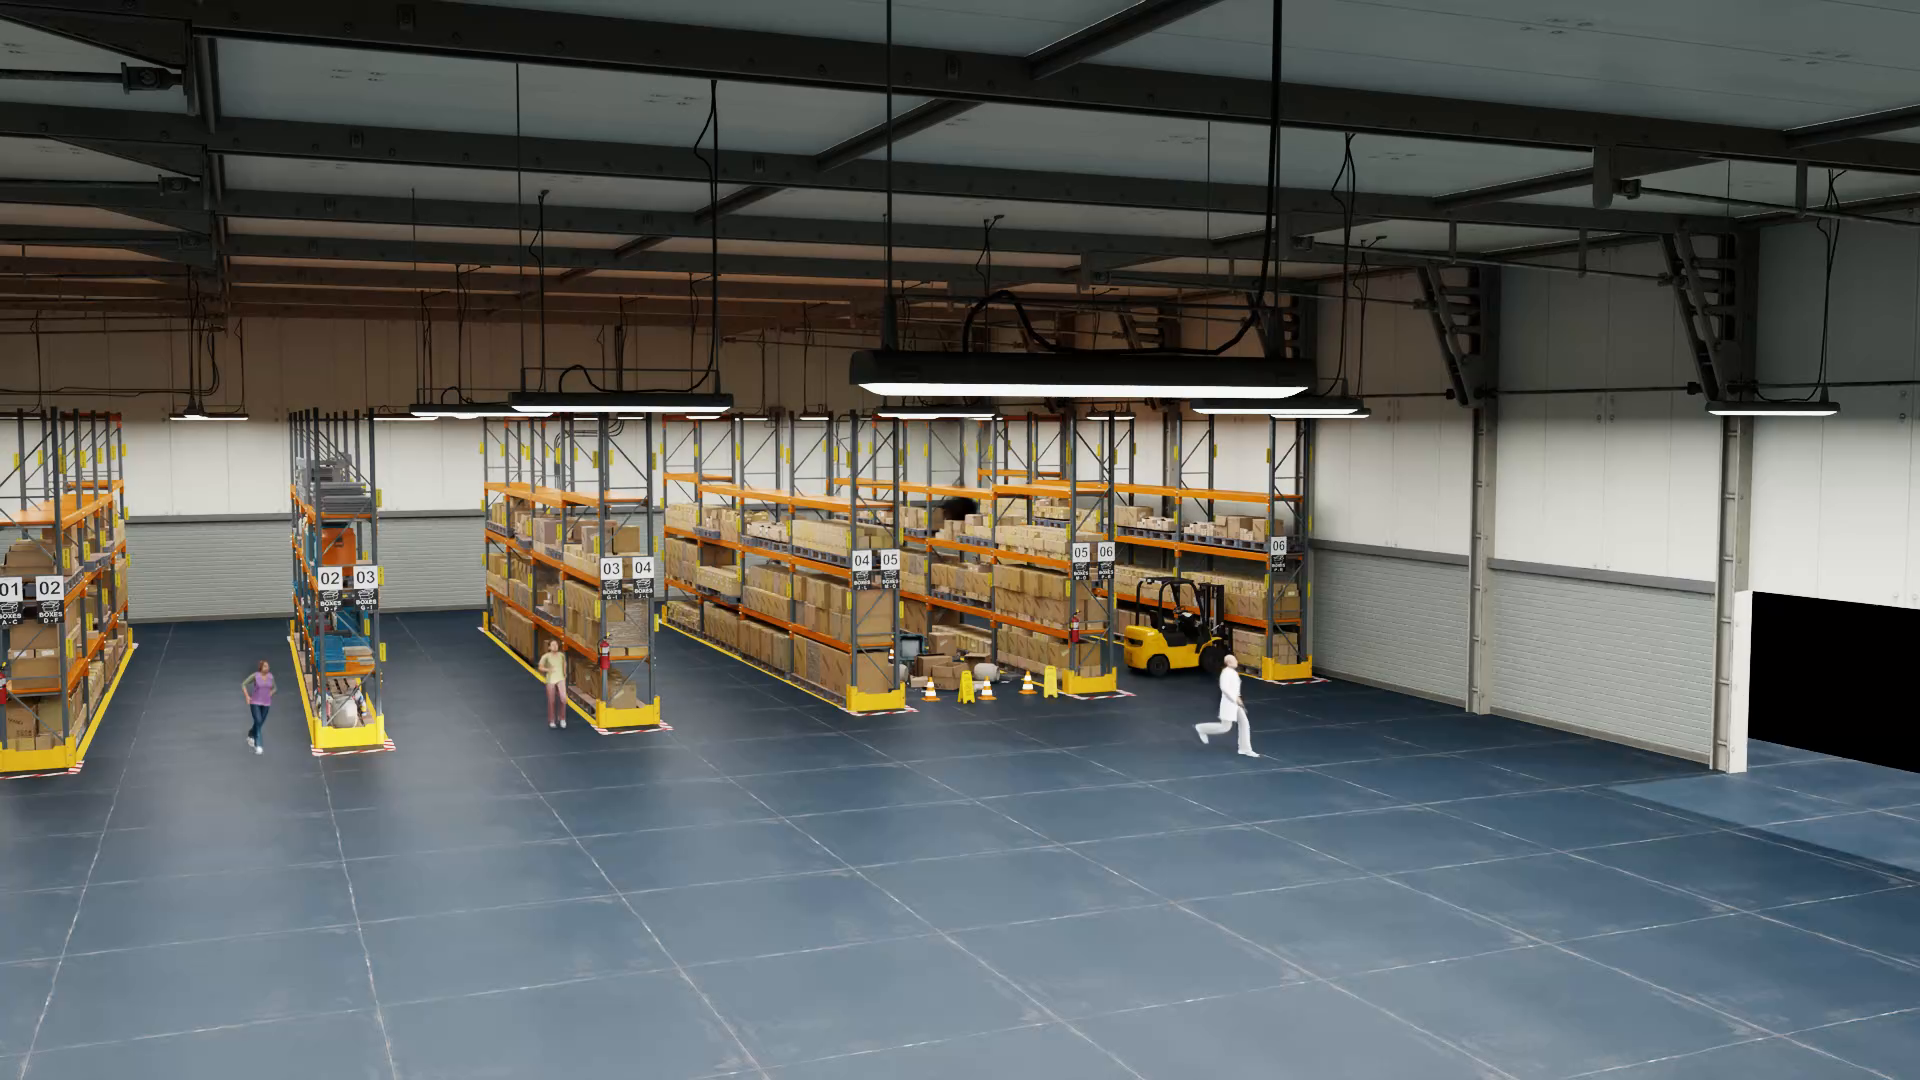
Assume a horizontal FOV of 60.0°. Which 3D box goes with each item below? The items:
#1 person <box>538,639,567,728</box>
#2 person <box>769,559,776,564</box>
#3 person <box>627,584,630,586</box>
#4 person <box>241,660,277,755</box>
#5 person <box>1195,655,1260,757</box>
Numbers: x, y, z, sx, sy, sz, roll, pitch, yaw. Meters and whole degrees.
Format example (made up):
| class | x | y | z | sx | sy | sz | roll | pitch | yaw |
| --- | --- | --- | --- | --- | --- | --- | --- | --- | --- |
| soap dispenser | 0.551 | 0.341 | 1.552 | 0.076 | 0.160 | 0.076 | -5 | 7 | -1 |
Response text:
| class | x | y | z | sx | sy | sz | roll | pitch | yaw |
| --- | --- | --- | --- | --- | --- | --- | --- | --- | --- |
| person | -7.626 | 2.699 | 31.278 | 0.597 | 1.672 | 0.580 | -2 | 5 | -29 |
| person | -5.559 | 1.311 | 50.264 | 0.889 | 1.805 | 0.610 | -2 | 4 | -23 |
| person | -9.568 | 1.662 | 47.013 | 0.535 | 1.519 | 0.521 | -1 | 4 | -20 |
| person | -12.241 | 2.904 | 29.105 | 0.799 | 1.621 | 0.559 | 4 | 6 | 45 |
| person | 4.627 | 2.863 | 28.713 | 1.099 | 1.770 | 0.691 | 2 | 4 | 24 |
